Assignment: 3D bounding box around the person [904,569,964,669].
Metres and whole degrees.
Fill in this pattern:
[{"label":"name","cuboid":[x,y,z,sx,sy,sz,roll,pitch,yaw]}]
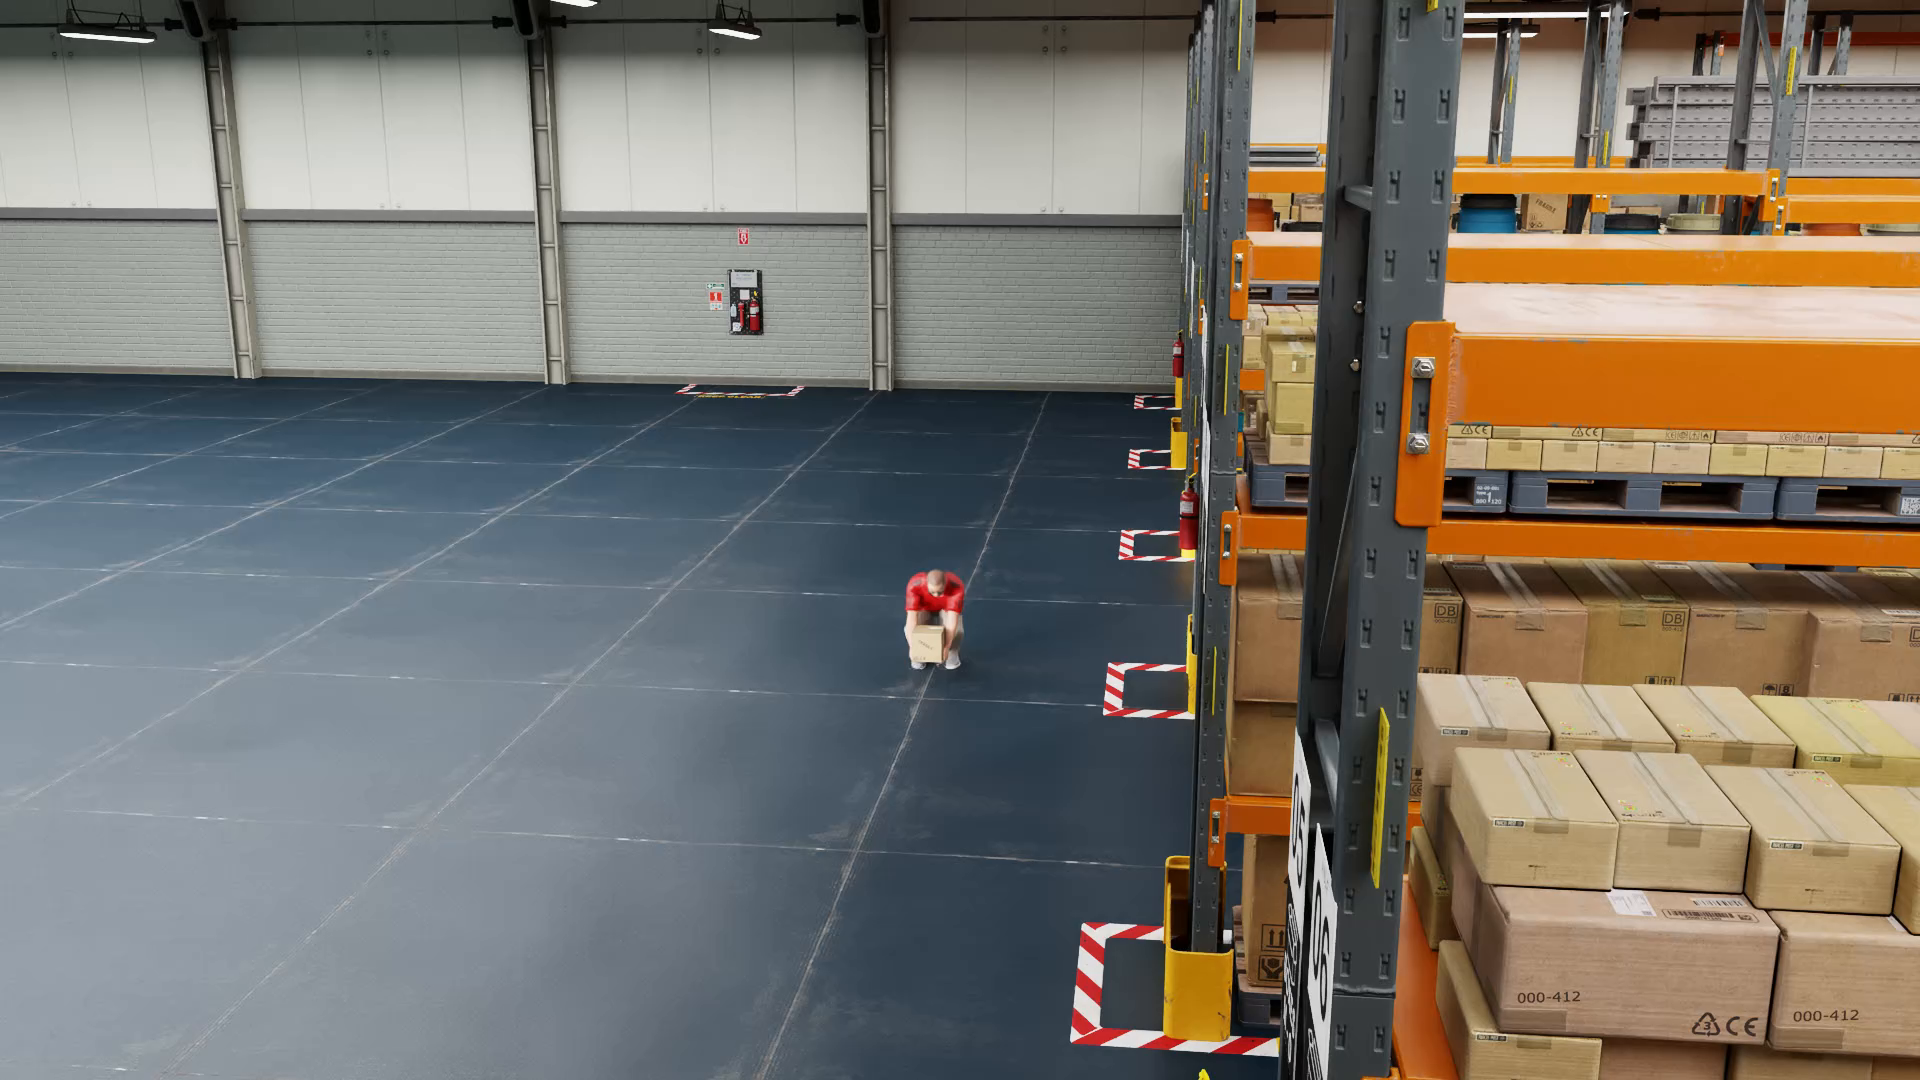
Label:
[{"label":"person","cuboid":[-0.216,0.651,14.496,0.525,0.990,0.854,1,14,5]}]
